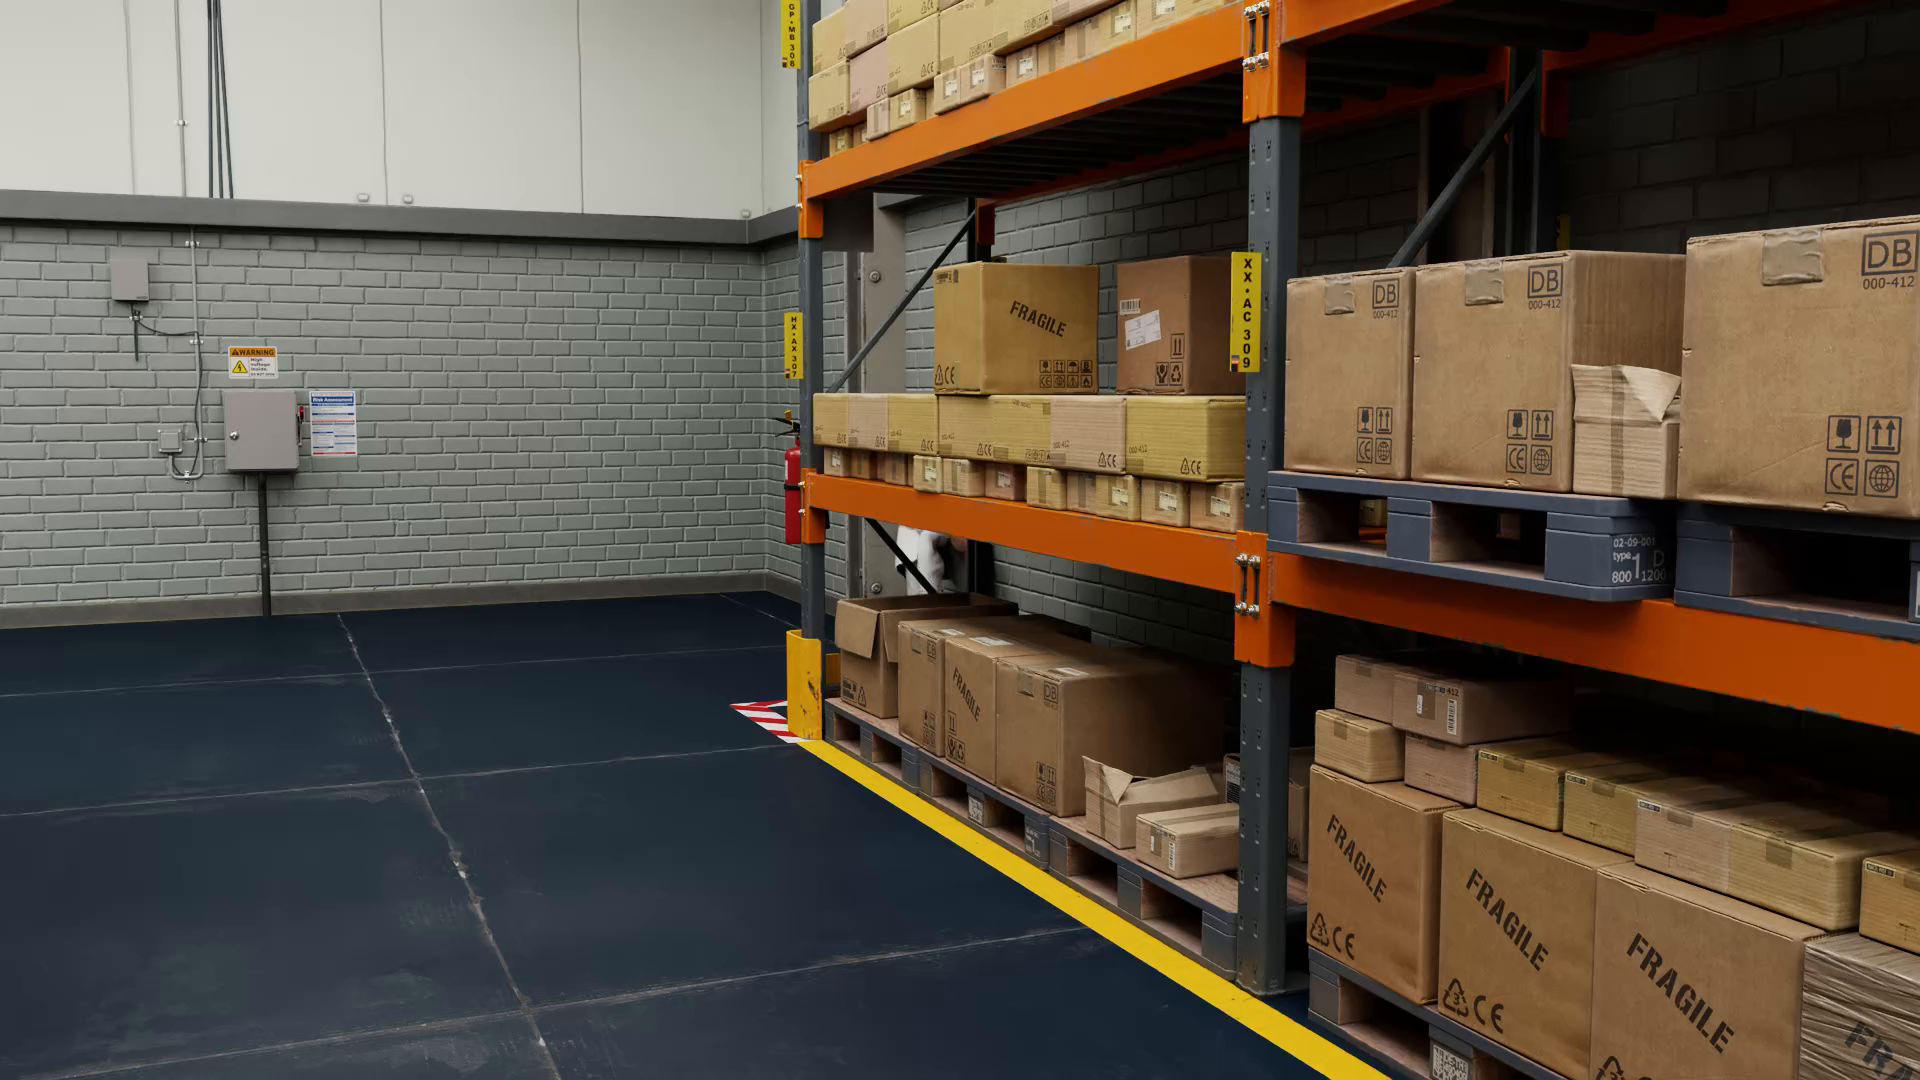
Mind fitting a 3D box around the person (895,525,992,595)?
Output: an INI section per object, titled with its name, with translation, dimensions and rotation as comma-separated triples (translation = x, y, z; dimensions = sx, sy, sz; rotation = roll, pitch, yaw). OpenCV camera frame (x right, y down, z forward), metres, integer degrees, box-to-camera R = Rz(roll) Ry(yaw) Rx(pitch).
[person]
translation = -0.062, 0.263, 10.071
dimensions = 0.578, 1.087, 0.949
rotation = -2, 6, -20
